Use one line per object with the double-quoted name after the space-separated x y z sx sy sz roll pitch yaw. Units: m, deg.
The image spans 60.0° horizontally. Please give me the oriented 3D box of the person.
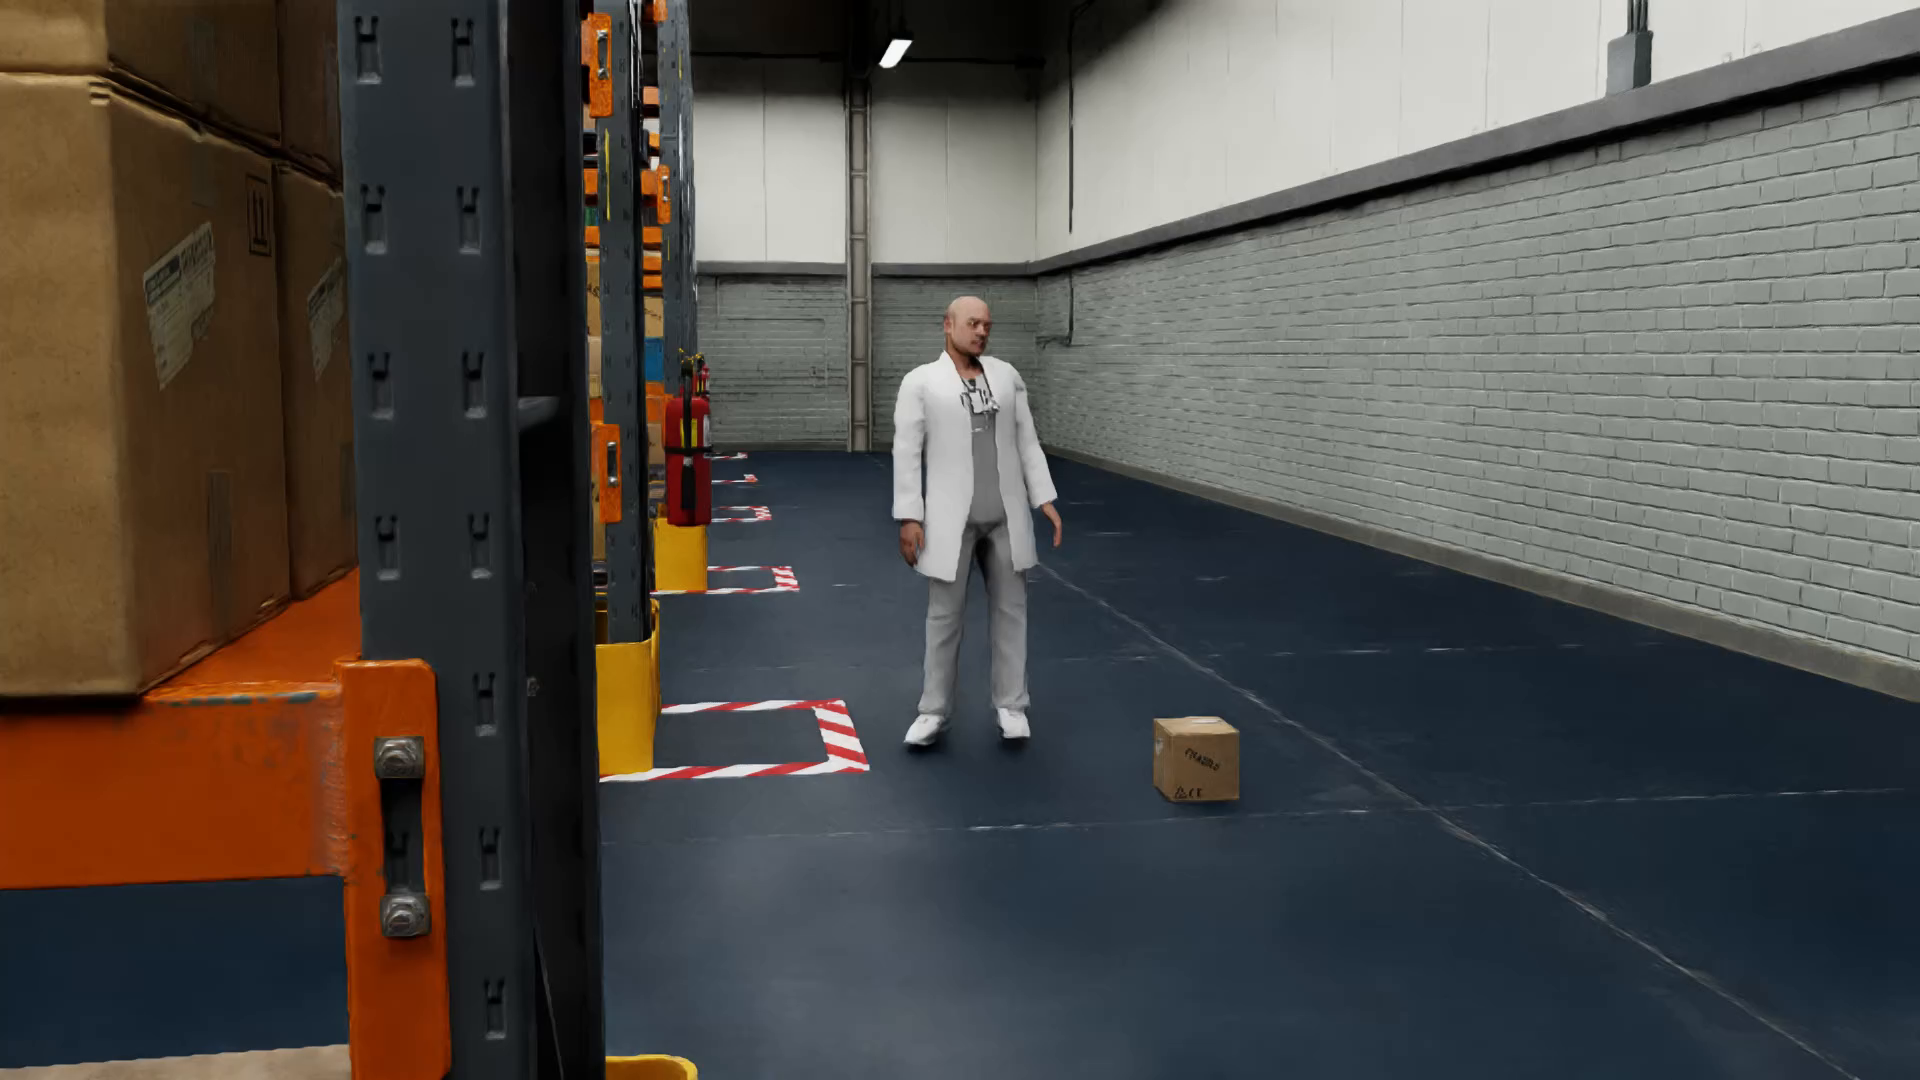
0.075 -0.079 6.693 0.688 1.795 0.429 -2 7 -19 "person"
